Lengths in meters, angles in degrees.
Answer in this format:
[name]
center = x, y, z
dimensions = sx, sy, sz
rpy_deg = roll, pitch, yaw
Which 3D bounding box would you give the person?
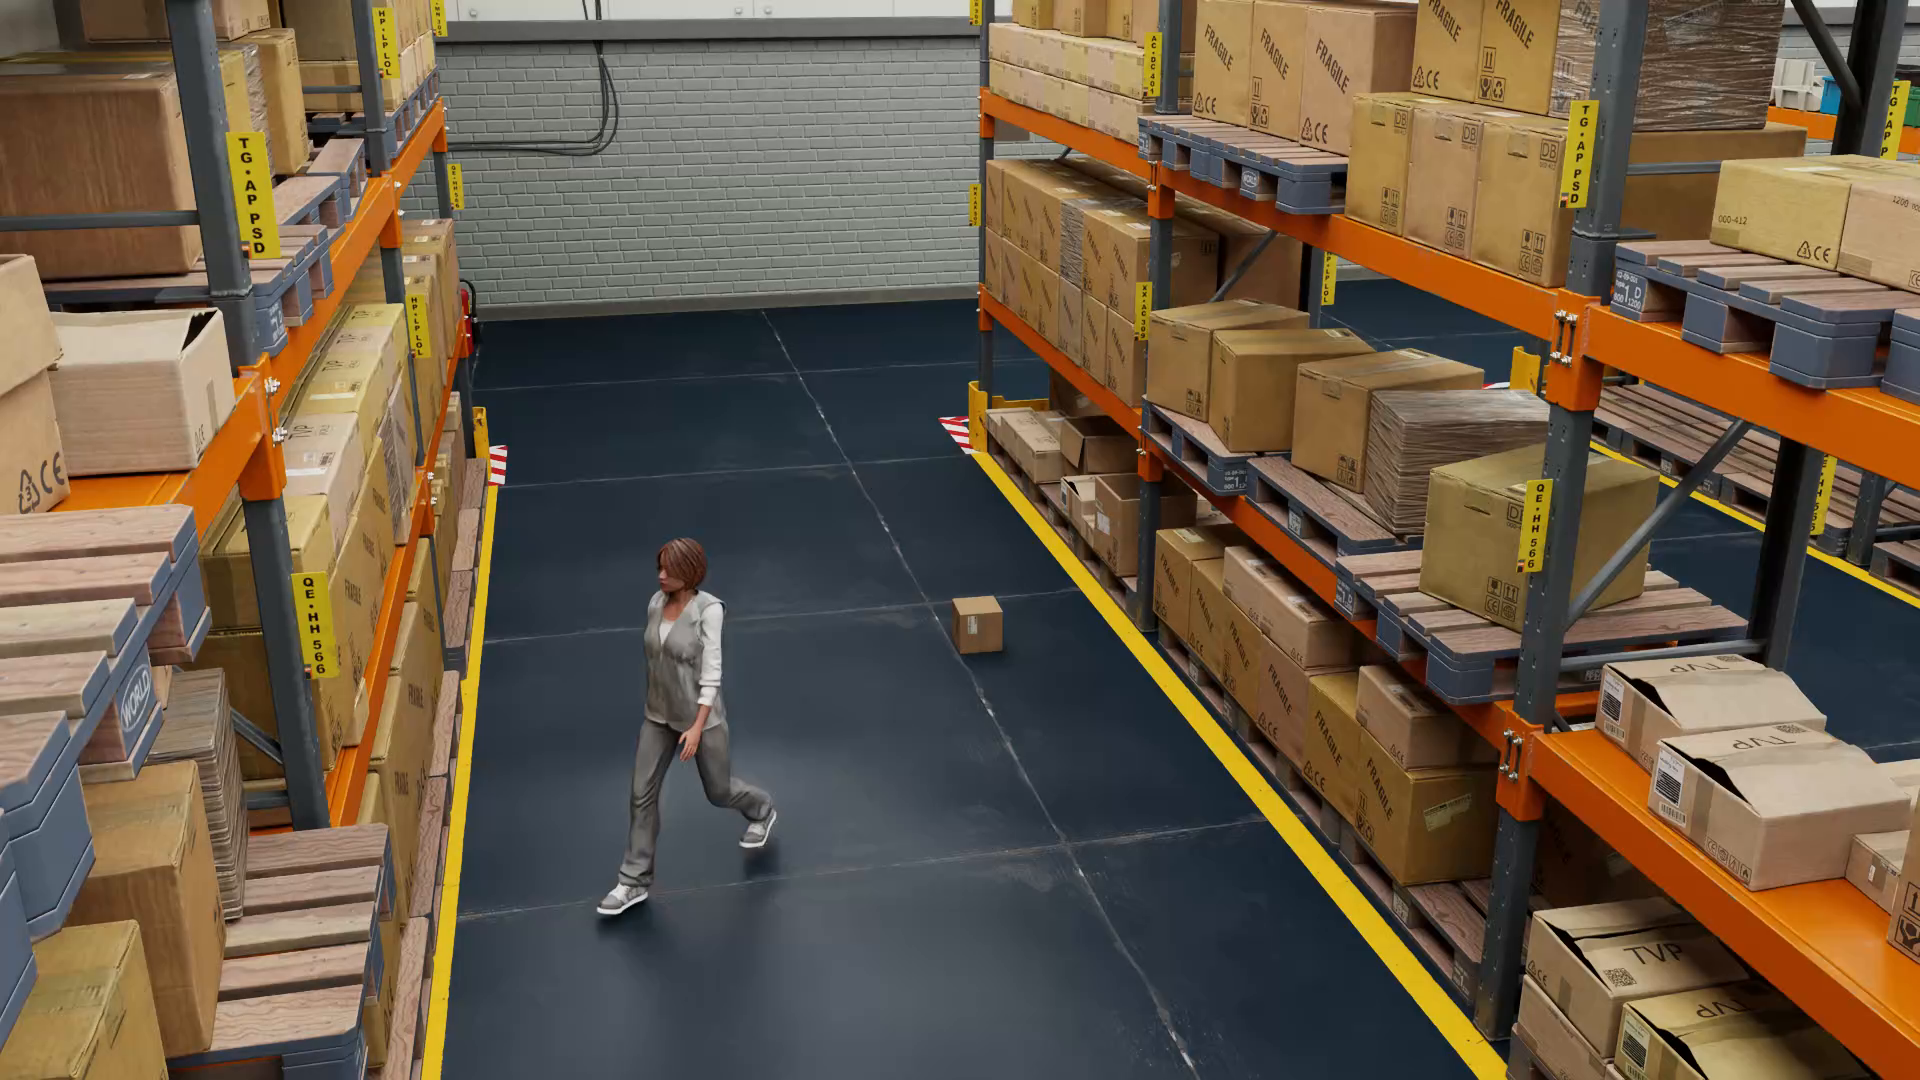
[person]
center = -1.173, 0.759, 7.015
dimensions = 0.410, 1.529, 0.902
rpy_deg = 9, 22, 24
